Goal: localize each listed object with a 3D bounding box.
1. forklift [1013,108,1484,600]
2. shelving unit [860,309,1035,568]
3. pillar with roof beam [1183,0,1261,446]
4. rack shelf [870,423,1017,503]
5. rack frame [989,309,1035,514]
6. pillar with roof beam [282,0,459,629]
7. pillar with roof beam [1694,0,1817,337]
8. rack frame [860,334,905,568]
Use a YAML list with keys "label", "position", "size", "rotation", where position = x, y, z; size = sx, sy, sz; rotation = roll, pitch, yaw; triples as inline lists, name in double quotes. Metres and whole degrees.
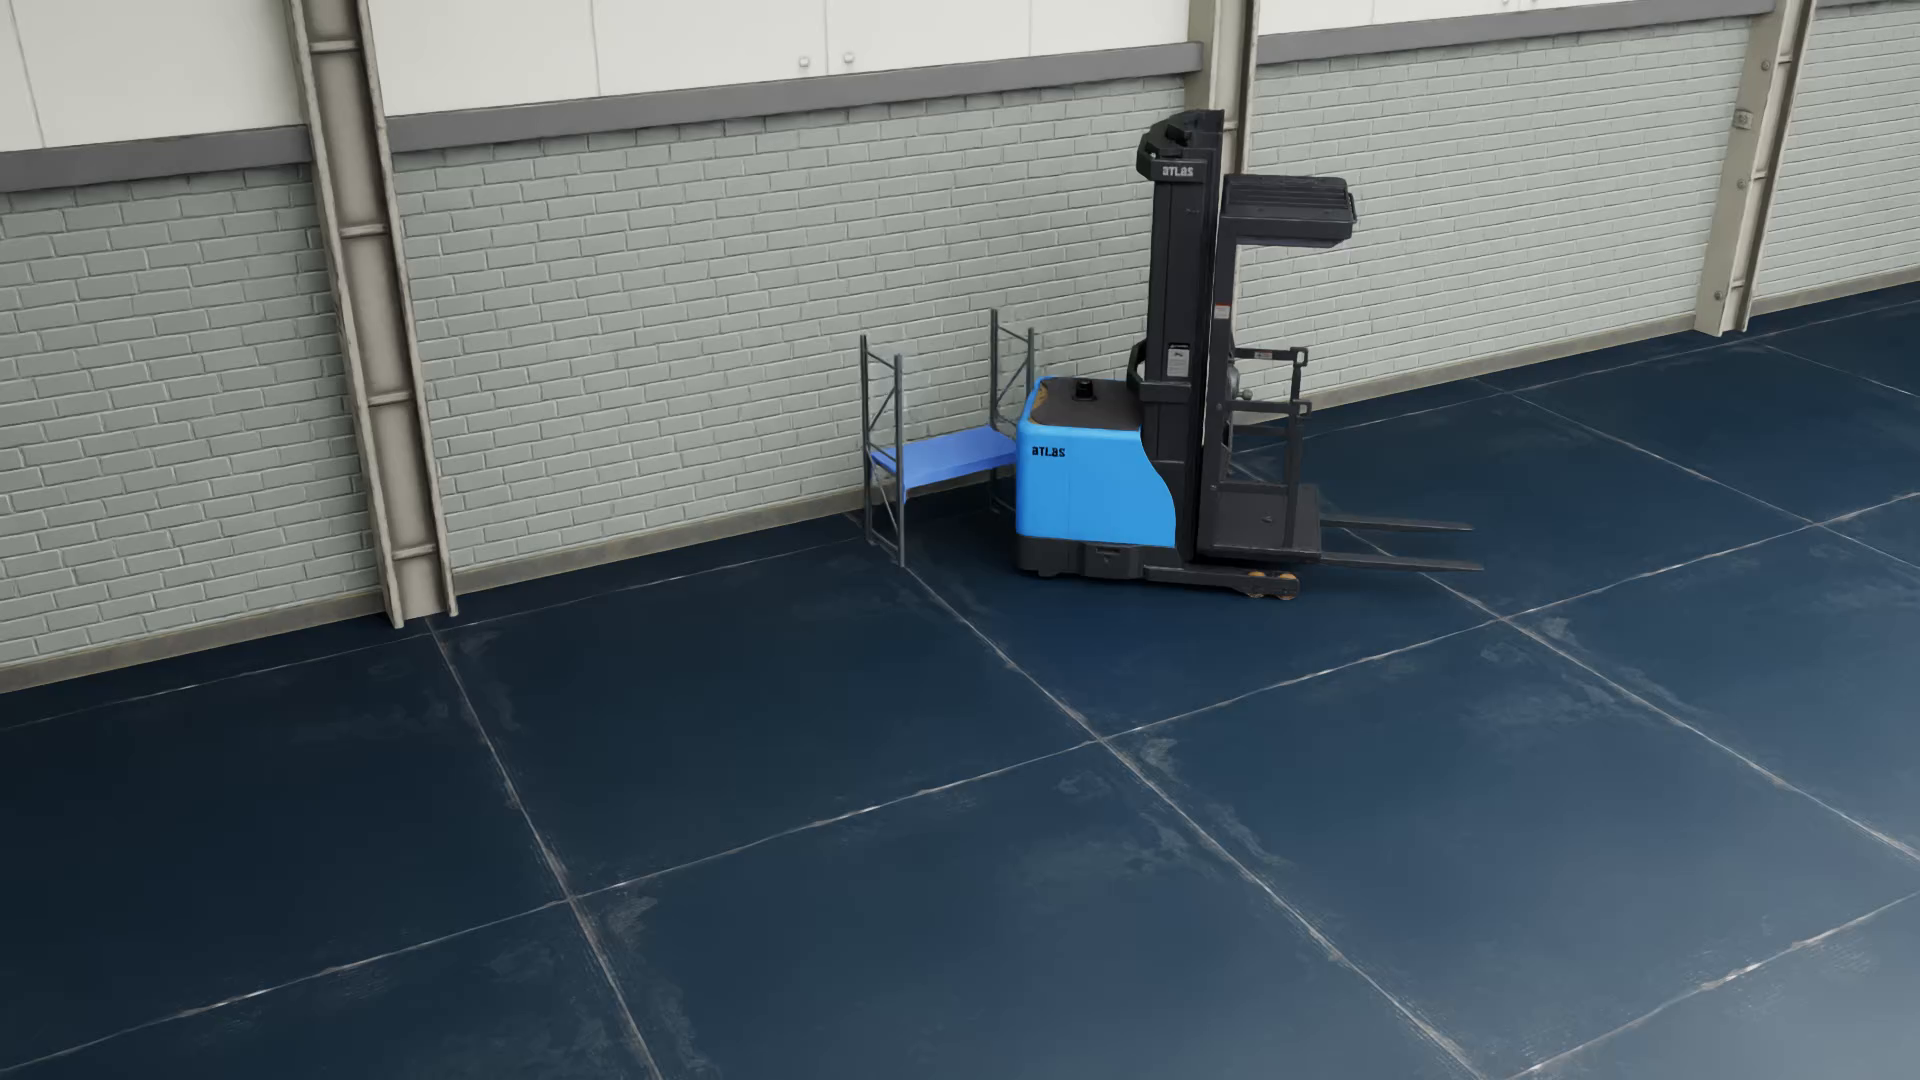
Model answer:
- label: "forklift"
  position: [1.916, -1.182, 10.628]
  size: [3.031, 2.935, 1.130]
  rotation: [4, 26, 9]
- label: "shelving unit"
  position: [-0.080, -0.696, 11.267]
  size: [1.048, 1.500, 0.538]
  rotation: [-15, 29, -28]
- label: "pillar with roof beam"
  position: [3.889, -3.178, 7.774]
  size: [0.400, 9.000, 9.100]
  rotation: [-13, 29, -25]
- label: "rack shelf"
  position: [-0.080, -0.534, 11.345]
  size: [1.000, 0.185, 0.538]
  rotation: [-15, 29, -28]
- label: "rack frame"
  position: [0.354, -0.811, 11.506]
  size: [0.032, 1.500, 0.500]
  rotation: [-15, 29, -28]
- label: "pillar with roof beam"
  position: [-1.405, -1.956, 5.229]
  size: [0.400, 9.000, 9.100]
  rotation: [-13, 29, -25]
- label: "pillar with roof beam"
  position: [9.184, -4.400, 10.319]
  size: [0.400, 9.000, 9.100]
  rotation: [-13, 29, -25]
- label: "rack frame"
  position: [-0.514, -0.581, 11.028]
  size: [0.032, 1.500, 0.500]
  rotation: [-15, 29, -28]
